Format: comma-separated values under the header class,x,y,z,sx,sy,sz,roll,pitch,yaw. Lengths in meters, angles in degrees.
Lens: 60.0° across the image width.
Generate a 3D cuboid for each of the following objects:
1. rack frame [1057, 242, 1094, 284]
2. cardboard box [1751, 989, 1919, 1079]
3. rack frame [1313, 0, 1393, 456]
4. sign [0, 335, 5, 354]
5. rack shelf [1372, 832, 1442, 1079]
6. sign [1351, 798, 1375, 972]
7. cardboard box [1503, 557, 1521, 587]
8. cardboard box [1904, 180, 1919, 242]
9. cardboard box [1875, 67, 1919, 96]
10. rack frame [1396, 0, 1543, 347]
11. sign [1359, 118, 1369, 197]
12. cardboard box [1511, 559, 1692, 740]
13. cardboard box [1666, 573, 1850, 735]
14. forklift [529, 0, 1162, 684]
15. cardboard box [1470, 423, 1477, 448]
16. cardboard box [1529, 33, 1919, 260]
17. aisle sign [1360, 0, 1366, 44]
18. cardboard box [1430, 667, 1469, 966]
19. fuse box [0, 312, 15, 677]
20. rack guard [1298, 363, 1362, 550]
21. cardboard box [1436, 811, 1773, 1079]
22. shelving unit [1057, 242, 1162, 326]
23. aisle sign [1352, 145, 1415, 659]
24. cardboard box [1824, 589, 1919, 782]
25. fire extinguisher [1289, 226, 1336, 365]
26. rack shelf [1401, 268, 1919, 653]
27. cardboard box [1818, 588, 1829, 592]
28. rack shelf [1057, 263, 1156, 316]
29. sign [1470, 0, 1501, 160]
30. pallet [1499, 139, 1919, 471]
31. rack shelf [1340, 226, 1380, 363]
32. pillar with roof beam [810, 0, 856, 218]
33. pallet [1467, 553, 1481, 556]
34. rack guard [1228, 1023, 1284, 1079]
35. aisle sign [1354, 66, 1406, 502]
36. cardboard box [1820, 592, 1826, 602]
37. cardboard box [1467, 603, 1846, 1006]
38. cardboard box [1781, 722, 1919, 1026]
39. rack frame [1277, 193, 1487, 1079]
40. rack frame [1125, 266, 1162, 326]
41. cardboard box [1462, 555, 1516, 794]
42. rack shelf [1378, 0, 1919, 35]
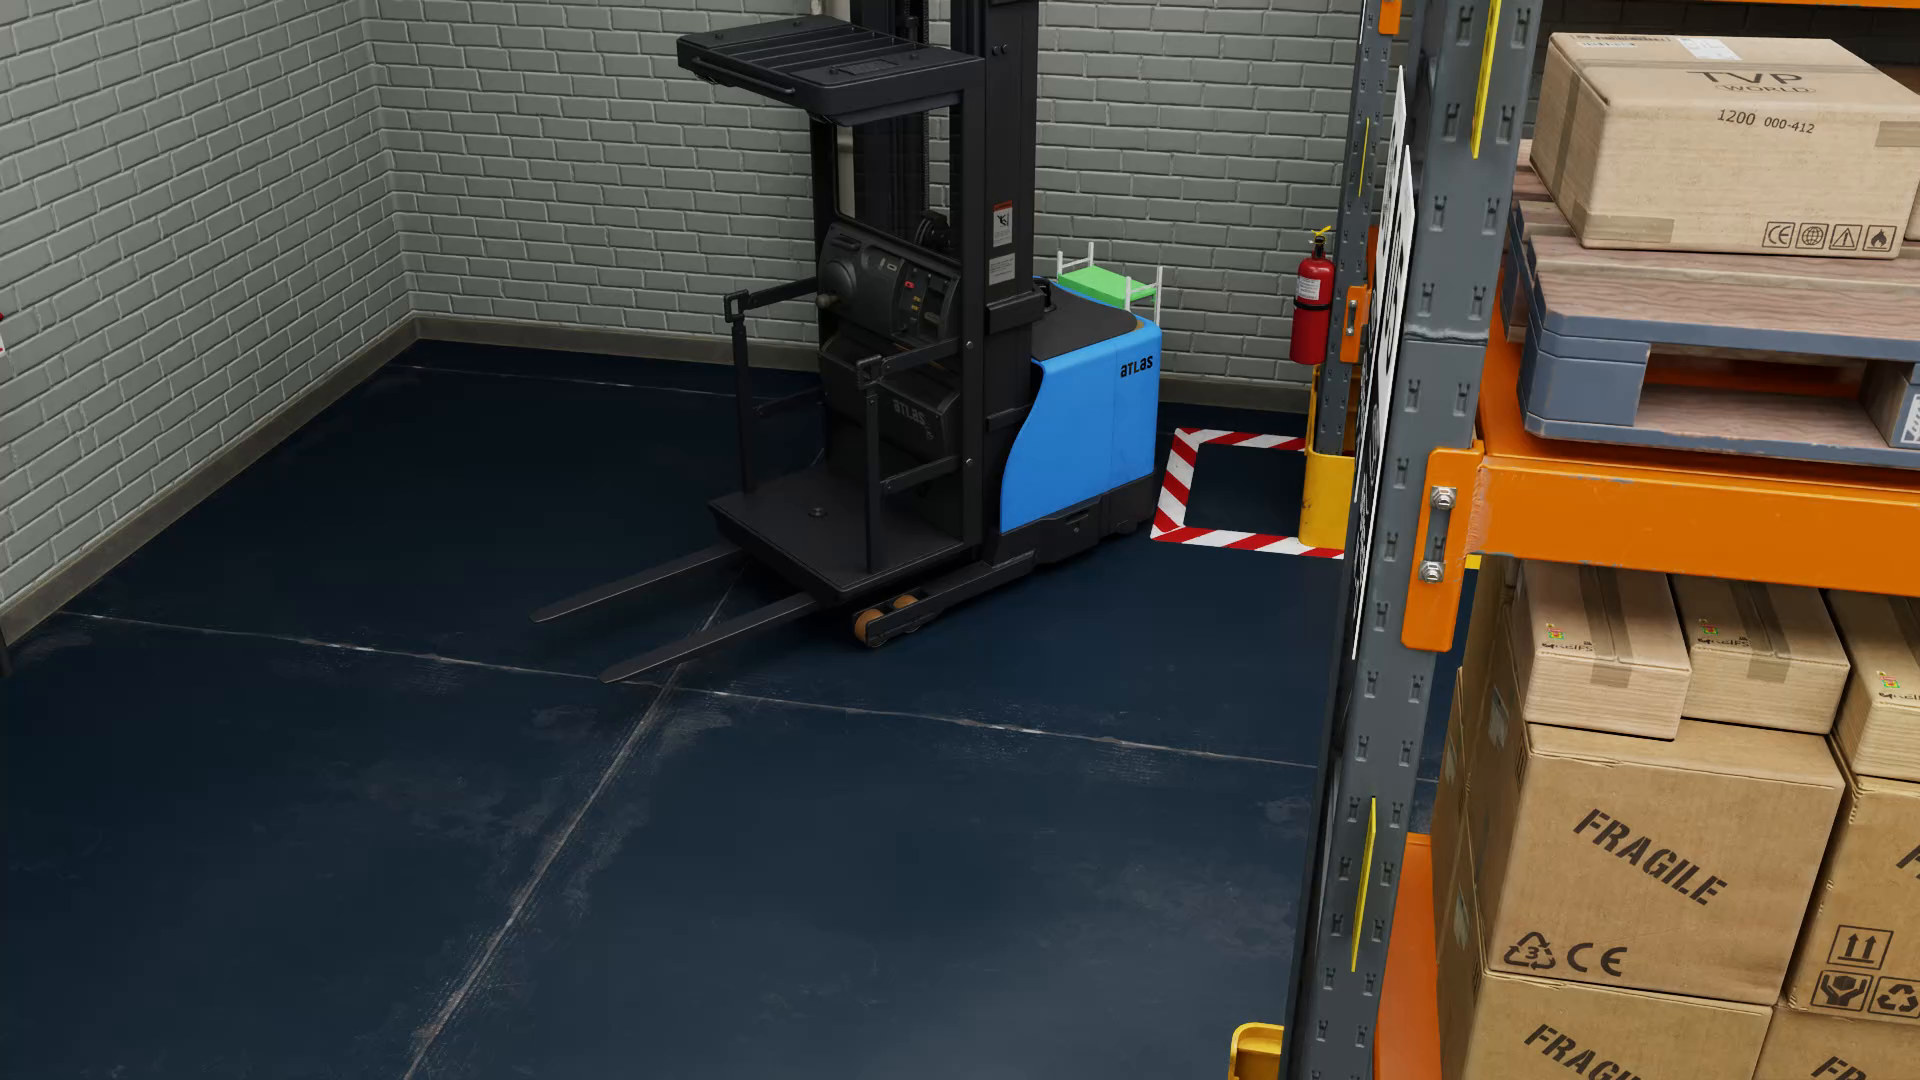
class,x,y,z,sx,sy,sz,roll,pitch,yaw
rack frame,0.590,-0.967,8.766,0.240,1.200,0.015,-22,36,-34
cardboard box,1.760,0.956,3.277,0.500,0.500,0.500,5,29,10
rack frame,1.883,-1.553,7.962,0.127,3.000,1.000,6,29,11
sign,-4.188,-0.959,6.976,0.001,0.494,0.329,6,29,11
rack shelf,2.806,1.295,3.510,4.000,0.370,1.077,6,29,11
sign,0.728,0.624,3.002,0.005,0.325,0.100,6,29,11
cardboard box,1.242,-0.046,3.390,0.250,0.149,0.380,6,29,11
cardboard box,1.735,-0.647,2.906,0.250,0.149,0.380,4,29,7
cardboard box,4.394,-1.819,7.515,0.500,0.500,0.500,5,29,9
rack frame,0.850,-1.853,2.263,0.127,3.000,1.000,6,29,11
sign,1.769,-1.678,7.289,0.005,0.325,0.100,6,29,11
cardboard box,1.139,0.177,2.981,0.250,0.149,0.380,6,29,12
cardboard box,1.410,0.170,2.995,0.250,0.149,0.380,7,29,12
forklift,-0.483,-1.095,7.198,3.031,2.935,1.130,-22,35,-34
cardboard box,2.461,-0.536,8.268,0.637,0.503,0.797,5,29,9
cardboard box,1.309,-0.696,2.890,0.500,0.250,0.500,3,29,6
aisle sign,1.755,-2.562,7.099,0.004,0.787,0.394,6,29,11
cardboard box,1.377,0.659,3.819,0.500,0.500,0.500,6,29,11
fuse box,-4.088,-0.182,6.801,0.414,1.711,0.539,6,29,11
rack guard,1.957,-0.449,8.549,0.348,0.500,1.175,6,29,11
cardboard box,1.259,0.918,3.346,0.500,0.500,0.500,6,29,10
shelving unit,0.747,-0.877,8.602,0.258,1.200,0.503,-22,36,-34
aisle sign,0.719,-0.233,2.844,0.004,0.787,0.394,6,29,11
cardboard box,1.640,0.250,2.849,0.250,0.149,0.380,7,29,12
fire extinguisher,1.642,-1.153,7.701,0.183,0.674,0.296,6,29,11
rack shelf,2.806,-0.021,2.790,4.000,0.370,1.077,6,29,11
cardboard box,1.766,-0.046,3.389,0.250,0.149,0.380,6,29,10
rack shelf,0.747,-1.242,8.402,0.258,0.148,0.480,-22,36,-34
sign,0.728,-0.695,2.280,0.005,0.325,0.100,6,29,11
pallet,1.577,-0.429,2.878,1.213,0.211,1.003,6,29,11
rack shelf,3.838,-1.037,7.769,4.000,0.370,1.077,6,29,11
pillar with roof beam,-1.465,-2.856,4.096,0.400,9.000,9.100,6,29,11
pallet,2.737,-0.242,8.473,1.213,0.211,1.003,6,29,11
rack guard,0.826,1.873,4.309,0.348,0.500,1.175,6,29,11
aisle sign,0.844,-0.514,3.359,0.004,0.787,0.394,6,29,11
cardboard box,1.888,0.272,3.485,0.500,0.500,0.500,6,29,11
cardboard box,1.260,0.478,3.107,0.500,0.500,0.500,5,29,9
cardboard box,1.766,0.527,3.019,0.500,0.500,0.500,5,29,9
rack frame,0.850,0.779,3.704,0.127,3.000,1.000,6,29,11
rack frame,0.904,-0.787,8.438,0.240,1.200,0.015,-22,36,-34
cardboard box,1.371,0.233,3.556,0.500,0.500,0.500,7,29,12
rack shelf,3.838,-2.352,7.049,4.000,0.370,1.077,6,29,11
